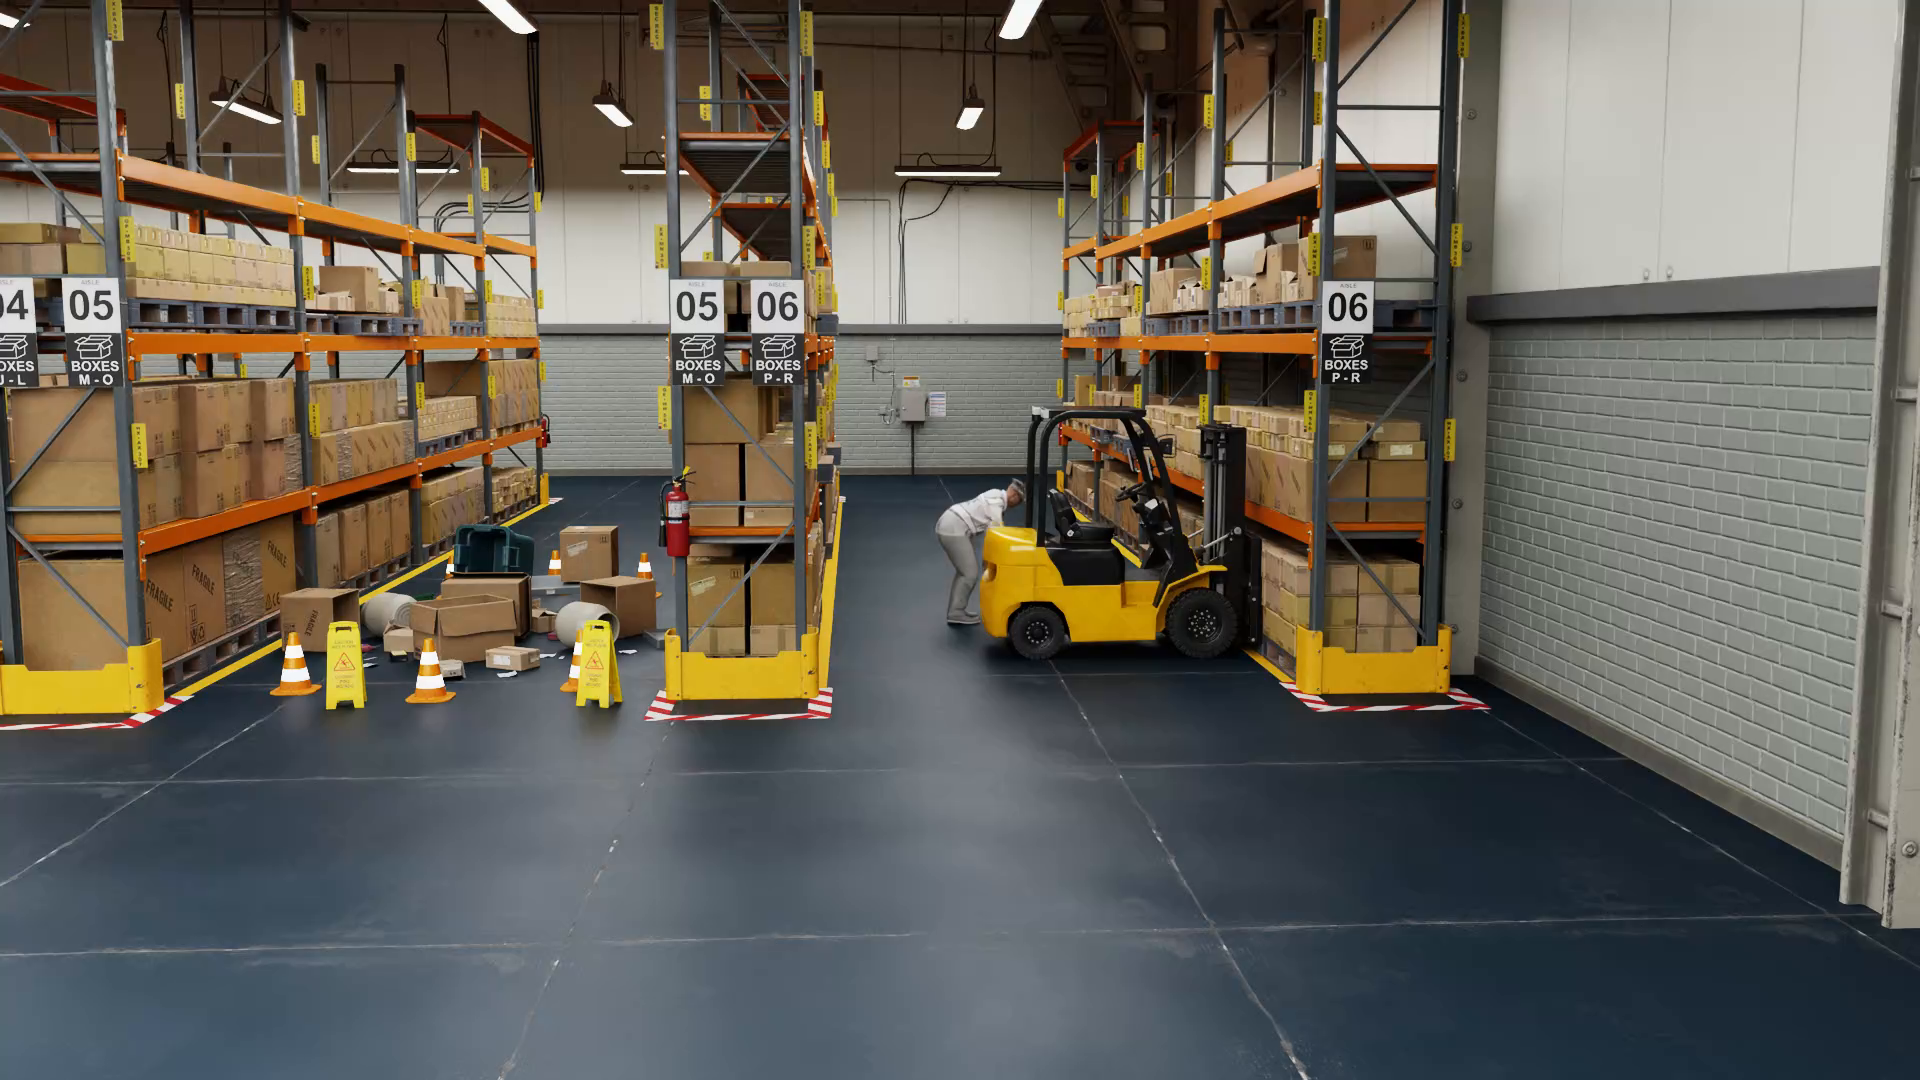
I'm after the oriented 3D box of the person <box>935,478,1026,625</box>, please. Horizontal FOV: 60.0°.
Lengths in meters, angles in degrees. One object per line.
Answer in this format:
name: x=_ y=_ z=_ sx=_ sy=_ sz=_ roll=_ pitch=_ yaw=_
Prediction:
person: x=0.253 y=0.102 z=16.323 sx=0.935 sy=1.413 sz=0.501 roll=-1 pitch=7 yaw=-5
